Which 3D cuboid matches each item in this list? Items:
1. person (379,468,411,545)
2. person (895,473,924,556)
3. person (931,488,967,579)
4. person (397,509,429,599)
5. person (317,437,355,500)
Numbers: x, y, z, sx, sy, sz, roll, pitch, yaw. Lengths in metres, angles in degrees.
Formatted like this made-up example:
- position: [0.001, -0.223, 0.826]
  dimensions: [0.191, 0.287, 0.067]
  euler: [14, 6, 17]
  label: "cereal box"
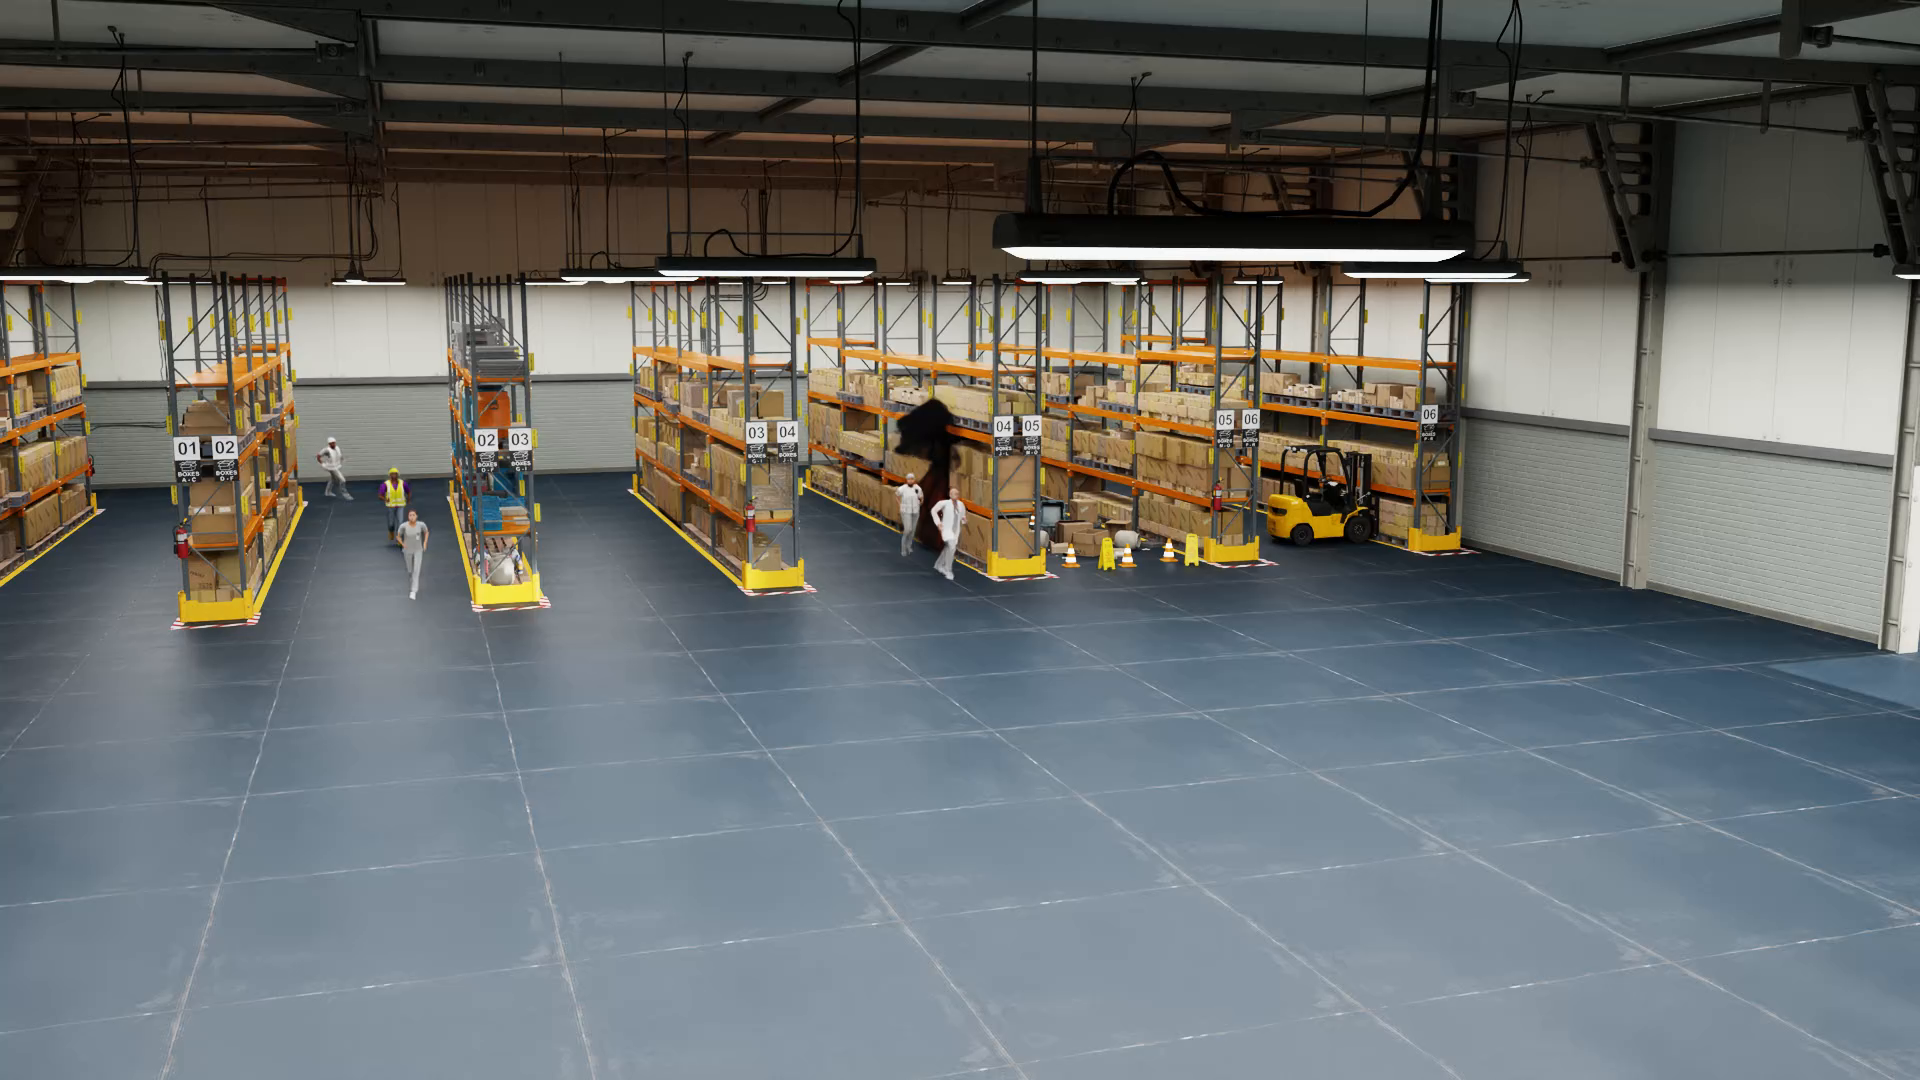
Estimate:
- position: [-12.669, -0.755, 37.353]
  dimensions: [0.714, 1.733, 0.791]
  euler: [-4, 9, -23]
  label: "person"
- position: [-1.008, -0.519, 34.309]
  dimensions: [0.581, 1.722, 0.633]
  euler: [-3, 9, -18]
  label: "person"
- position: [-0.193, -0.123, 33.266]
  dimensions: [0.690, 1.834, 0.873]
  euler: [-7, 11, -37]
  label: "person"
- position: [-10.215, 0.222, 31.083]
  dimensions: [0.576, 1.629, 1.089]
  euler: [-3, 9, -18]
  label: "person"
- position: [-17.008, -1.927, 45.148]
  dimensions: [0.888, 1.769, 0.788]
  euler: [2, 9, 10]
  label: "person"
